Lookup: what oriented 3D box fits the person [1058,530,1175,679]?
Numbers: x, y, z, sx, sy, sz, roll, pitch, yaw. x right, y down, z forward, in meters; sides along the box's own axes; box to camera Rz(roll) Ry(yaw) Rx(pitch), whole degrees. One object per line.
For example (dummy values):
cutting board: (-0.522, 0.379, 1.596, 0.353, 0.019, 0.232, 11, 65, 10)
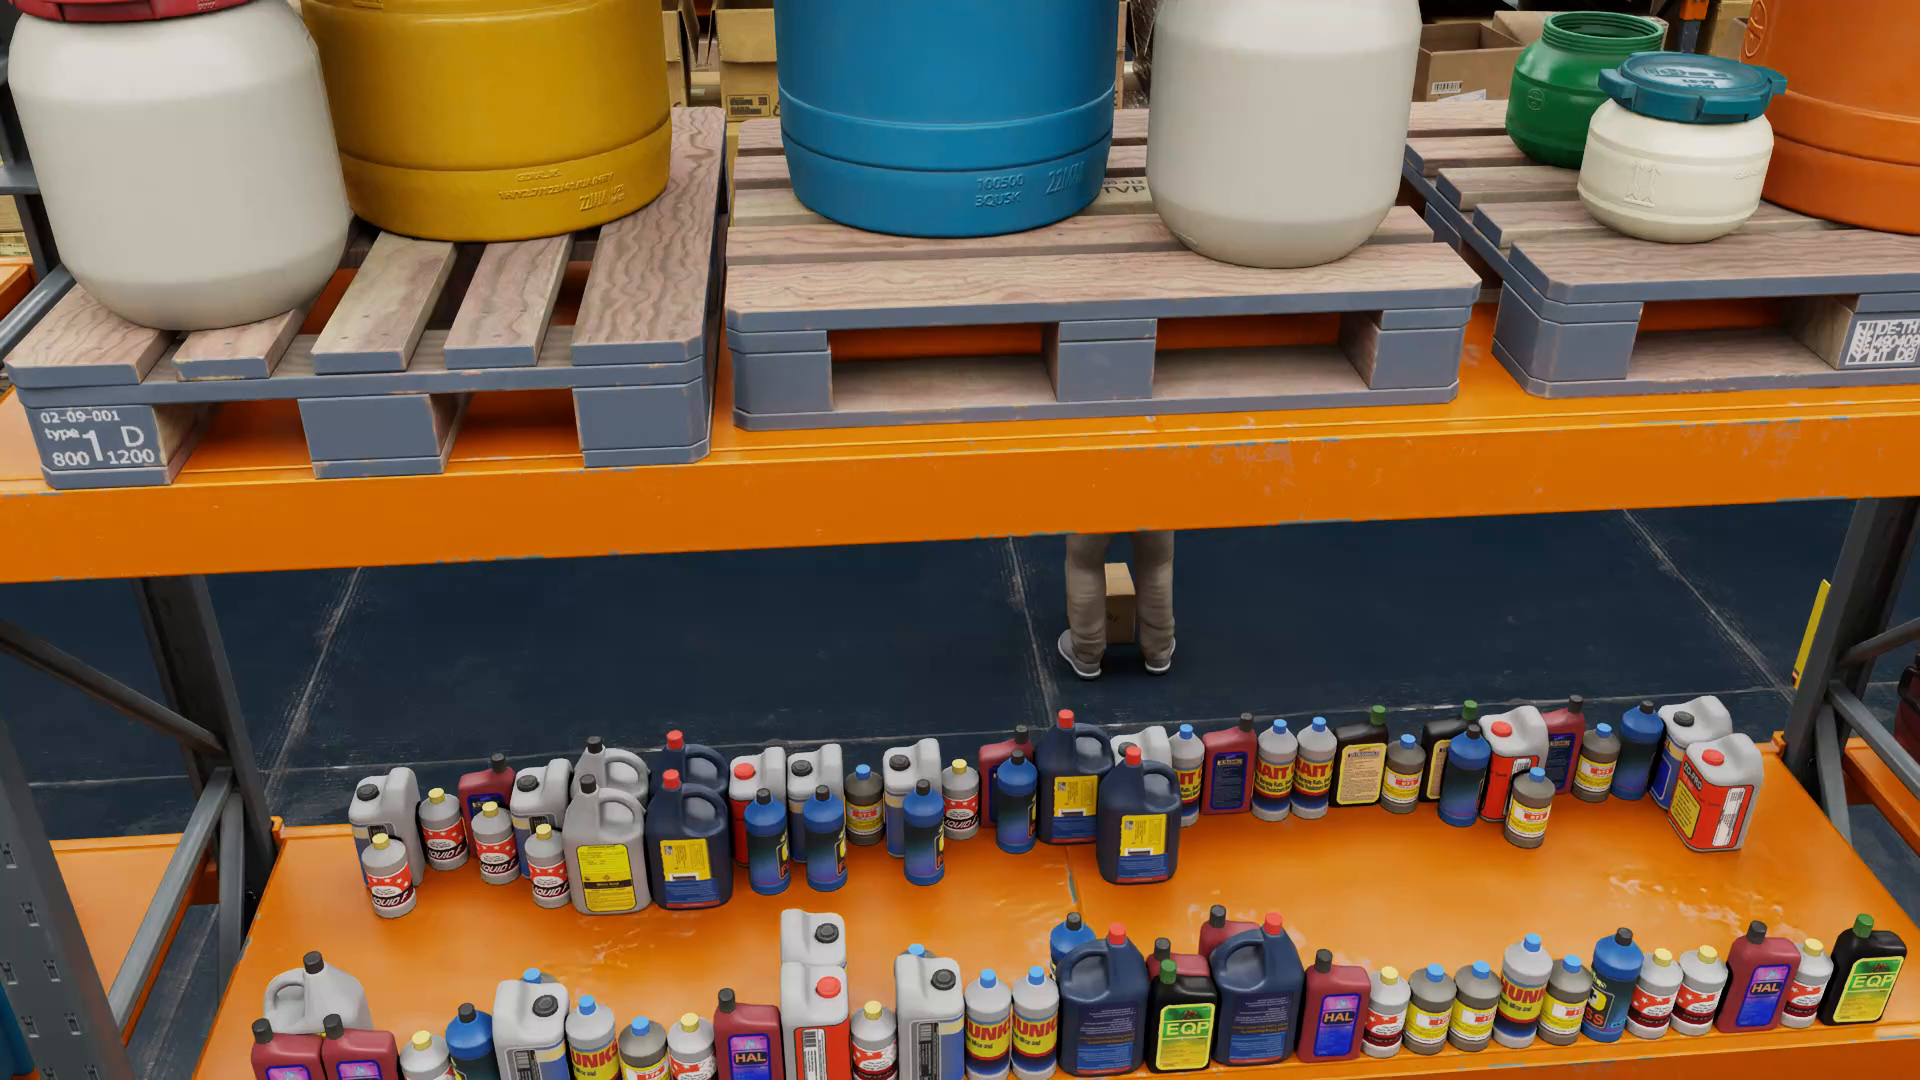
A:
person: (0.632, -0.230, 6.532, 0.600, 1.726, 0.397, -4, 31, -7)
